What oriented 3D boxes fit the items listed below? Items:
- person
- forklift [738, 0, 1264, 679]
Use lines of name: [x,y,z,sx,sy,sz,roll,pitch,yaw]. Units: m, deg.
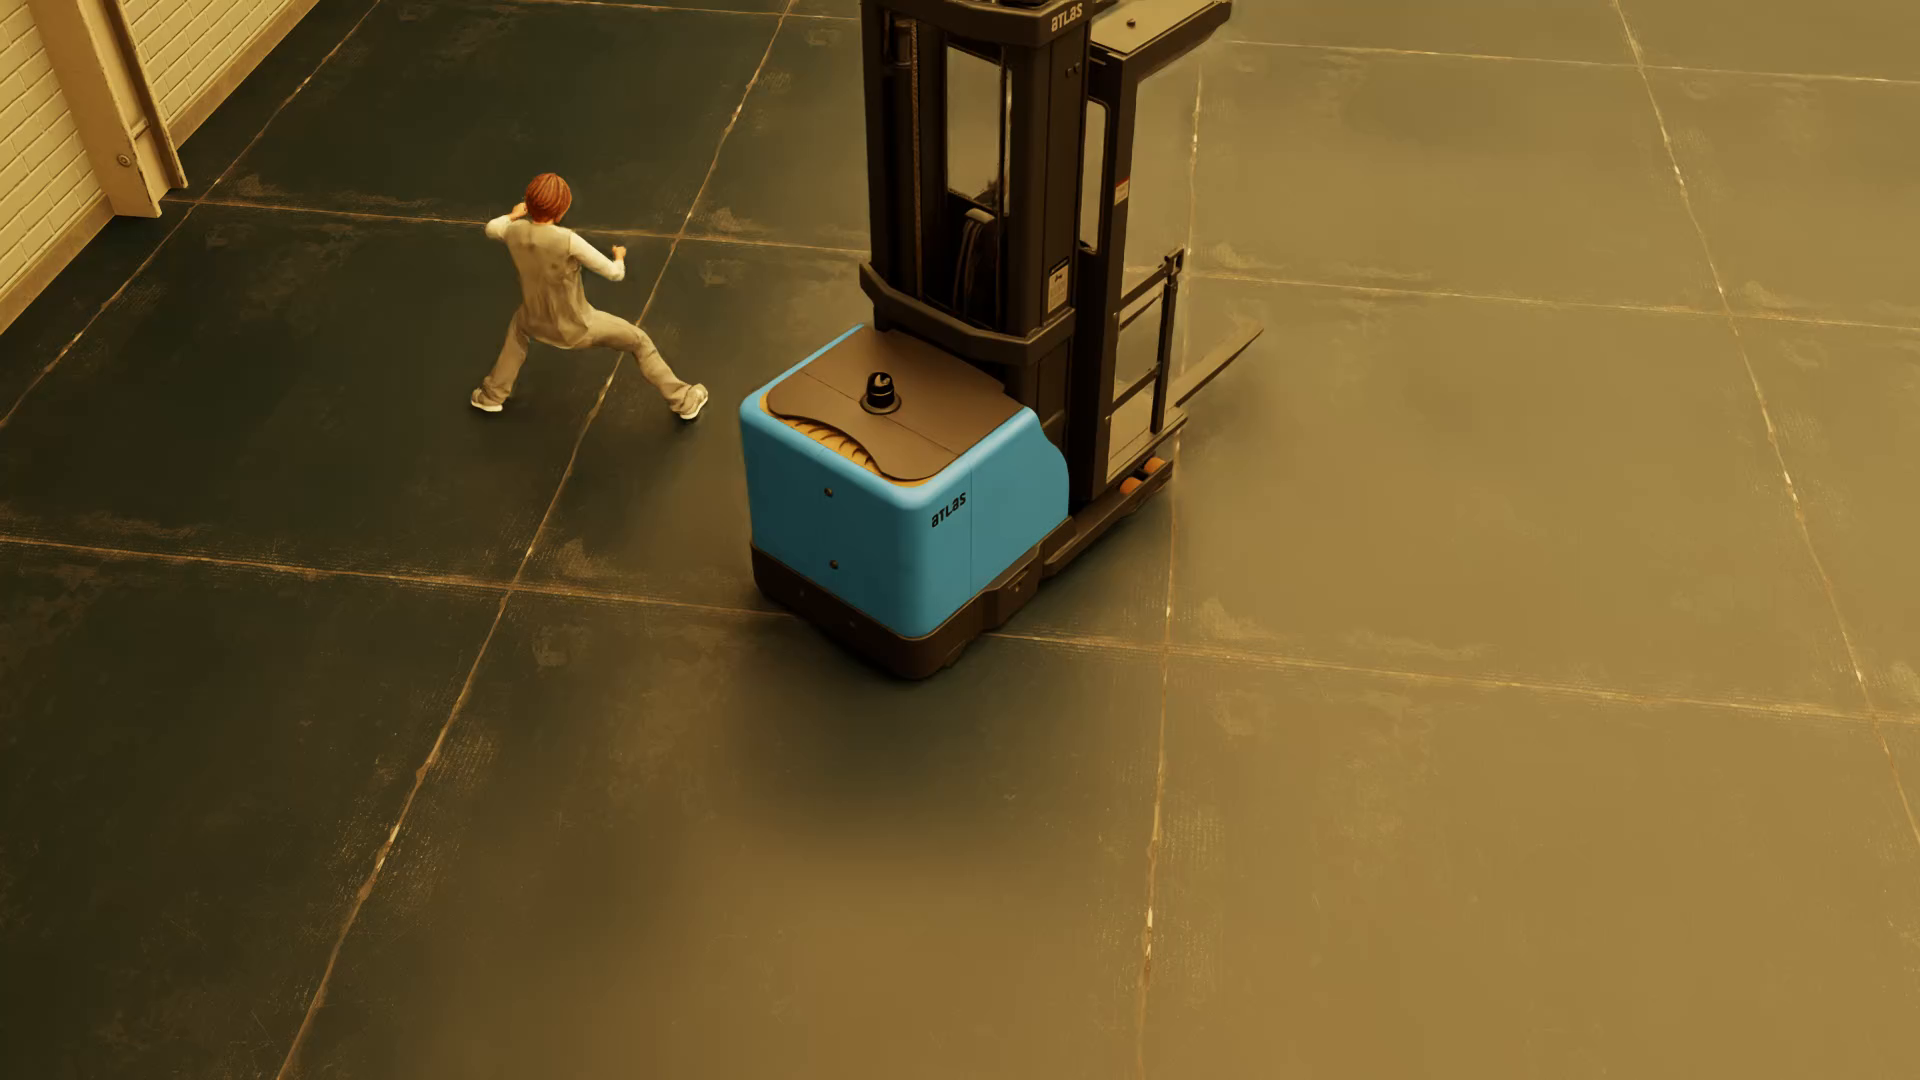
person: [-1.928,-1.201,8.182,1.138,1.379,0.656,14,44,15]
forklift: [0.387,-1.414,7.263,1.130,2.935,3.031,29,50,28]
